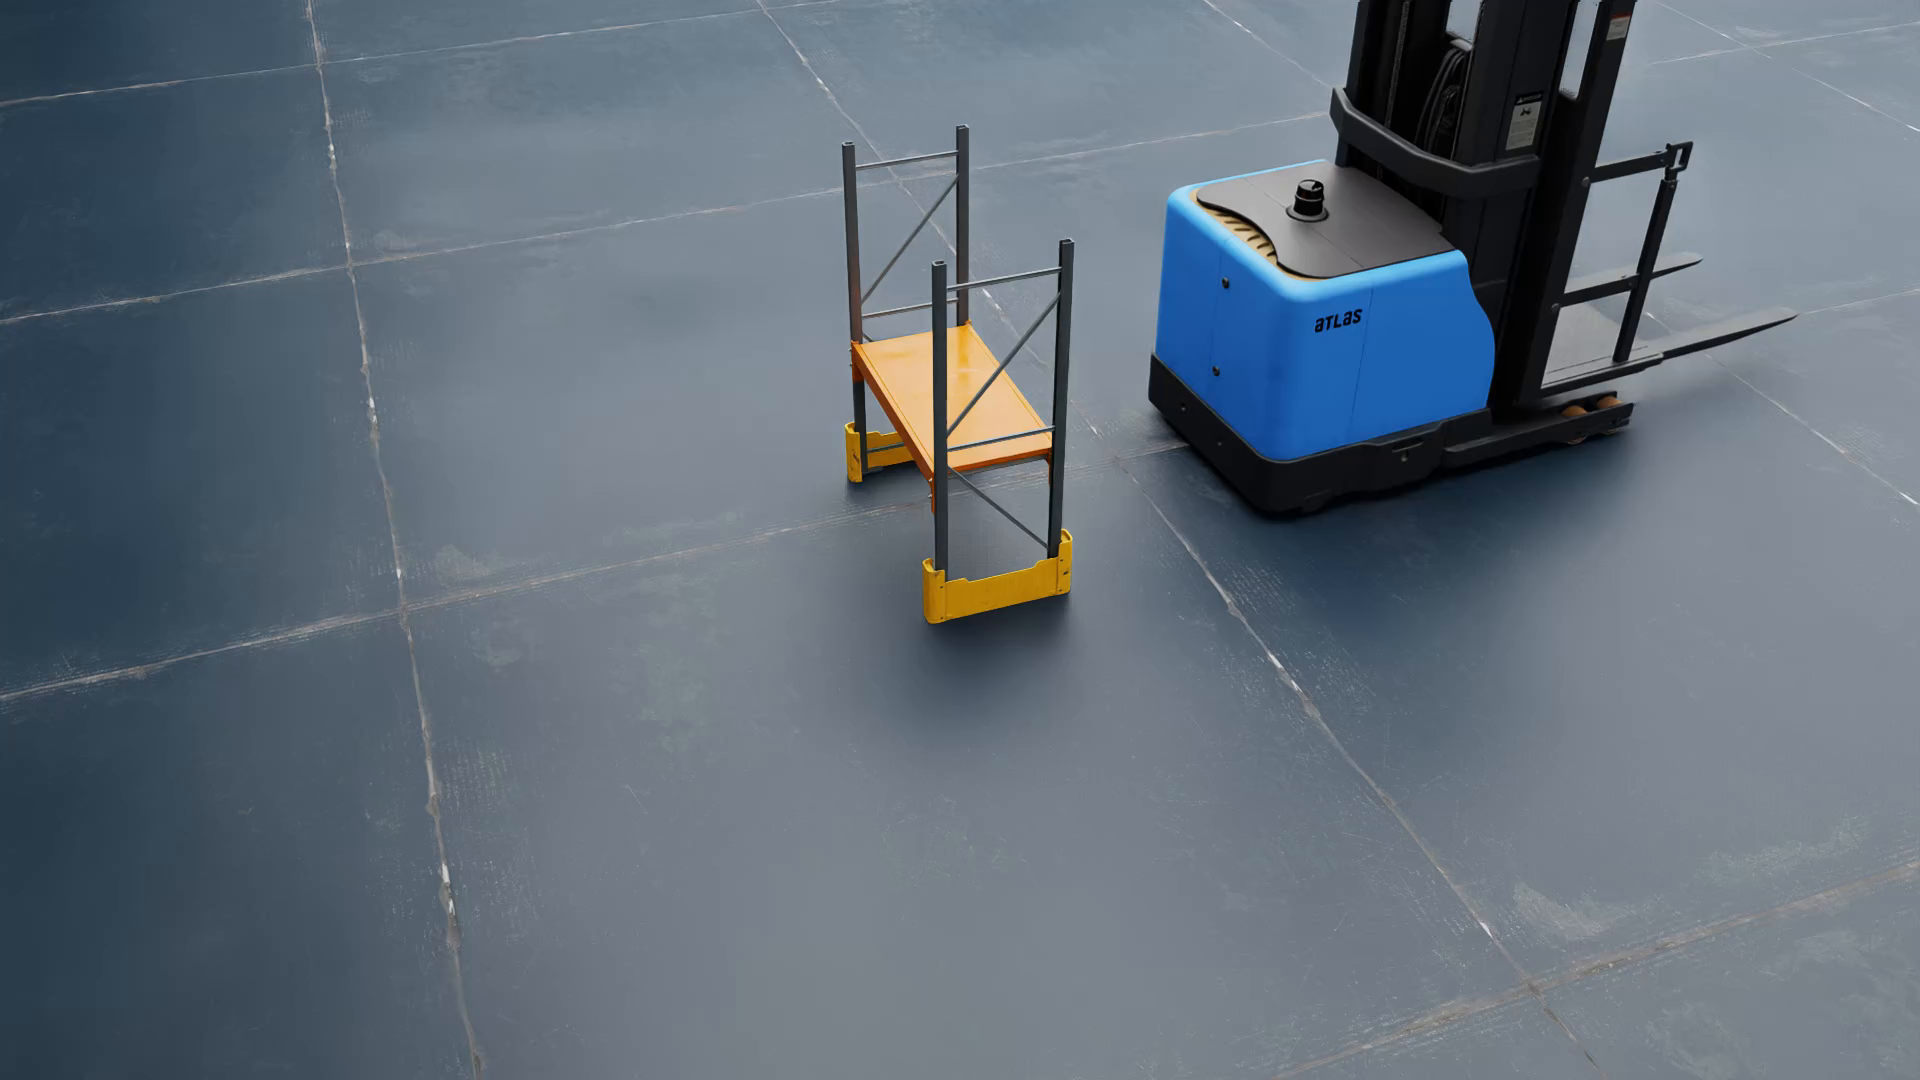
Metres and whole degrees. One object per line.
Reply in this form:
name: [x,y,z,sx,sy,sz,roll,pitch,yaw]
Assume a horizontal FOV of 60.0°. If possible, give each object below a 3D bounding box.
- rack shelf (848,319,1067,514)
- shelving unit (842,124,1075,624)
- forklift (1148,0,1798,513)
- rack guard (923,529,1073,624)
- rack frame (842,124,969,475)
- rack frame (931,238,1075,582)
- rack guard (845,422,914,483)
rack shelf: [-0.029,-0.504,6.471,0.538,0.185,1.000,-12,39,-16]
shelving unit: [-0.026,-0.642,6.356,0.587,1.500,1.083,-12,39,-16]
forklift: [2.409,-1.866,6.792,3.031,2.935,1.130,-15,39,-19]
rack guard: [0.145,0.138,6.358,0.587,0.250,0.087,-12,39,-16]
rack frame: [-0.204,-0.934,6.744,0.500,1.500,0.032,-12,39,-16]
rack frame: [0.146,-0.360,5.981,0.500,1.500,0.032,-12,39,-16]
rack guard: [-0.198,-0.424,7.105,0.587,0.250,0.087,-12,39,-16]
